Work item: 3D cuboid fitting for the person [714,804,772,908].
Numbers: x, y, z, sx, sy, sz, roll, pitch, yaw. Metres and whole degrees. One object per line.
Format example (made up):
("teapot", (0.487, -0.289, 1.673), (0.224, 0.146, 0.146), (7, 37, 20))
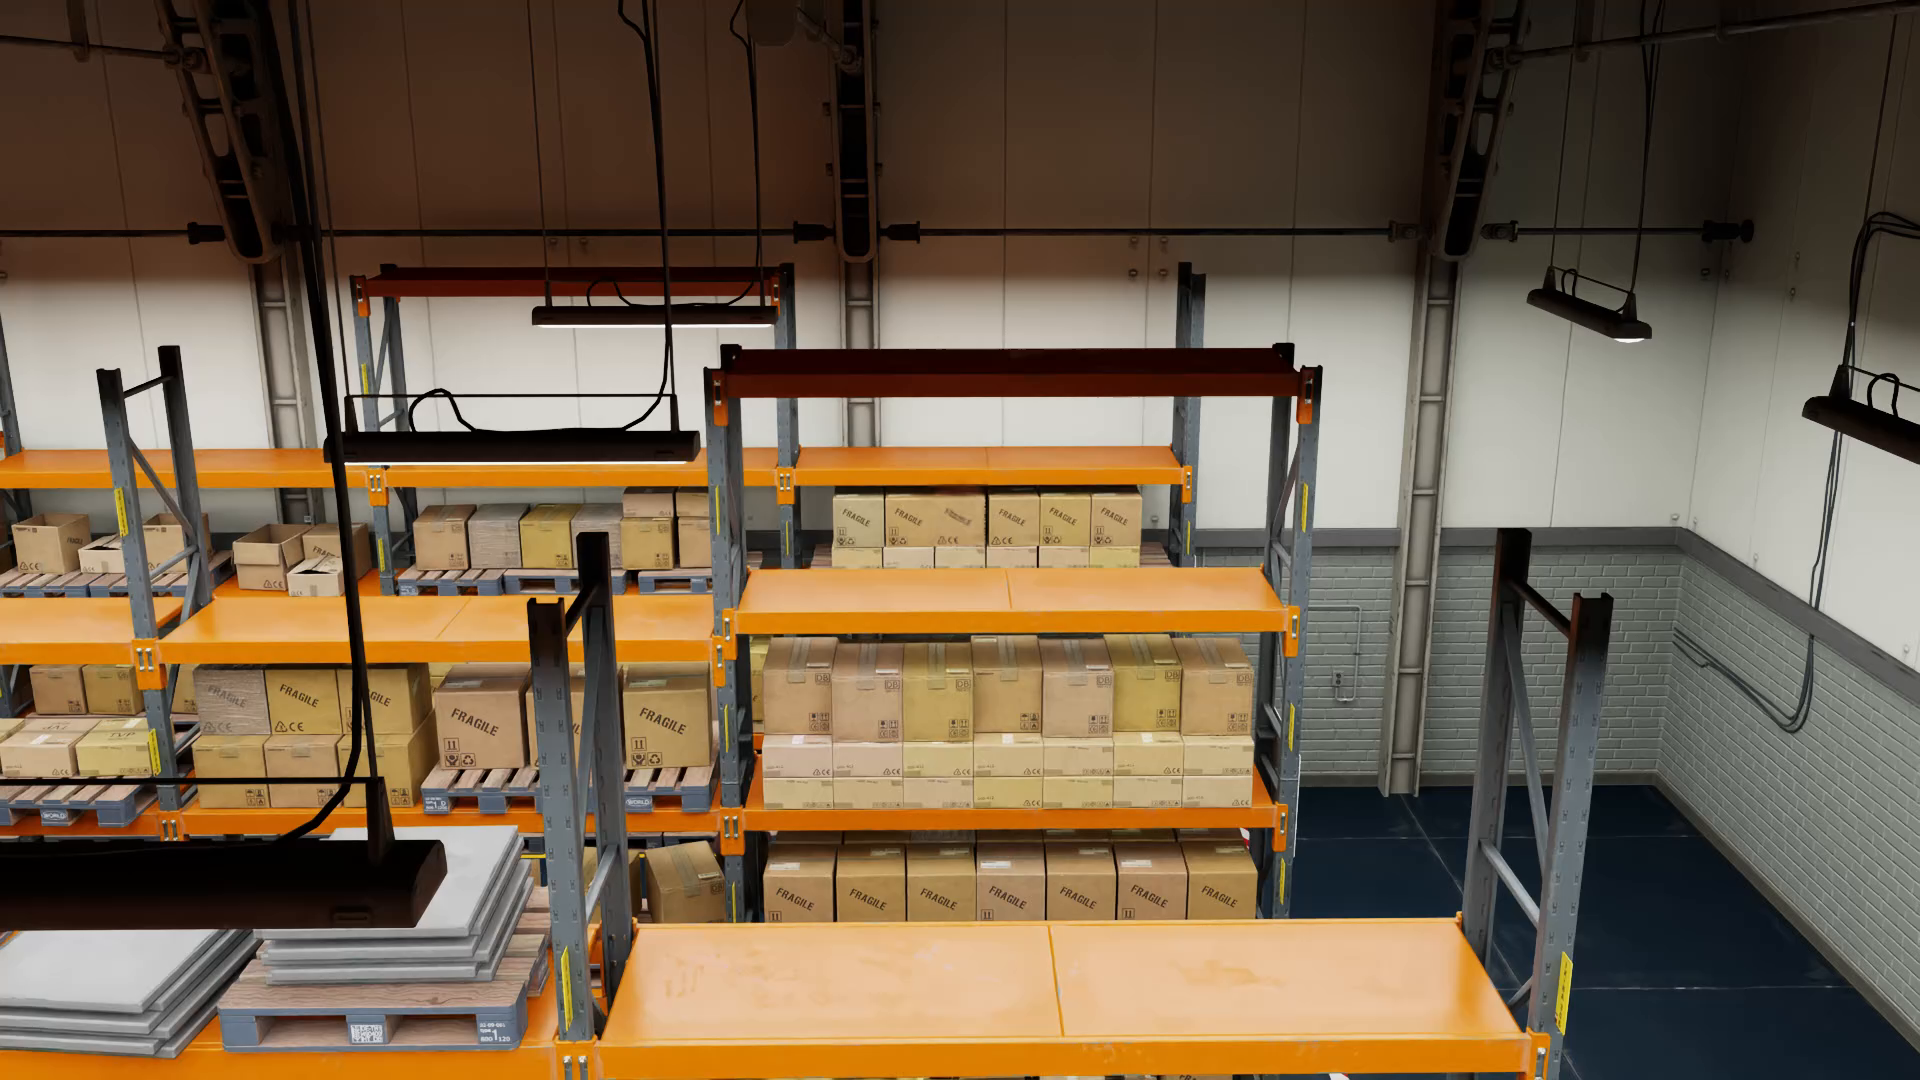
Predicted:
("person", (-2.151, 2.753, 15.968), (1.021, 1.753, 0.621), (10, 19, 30))
